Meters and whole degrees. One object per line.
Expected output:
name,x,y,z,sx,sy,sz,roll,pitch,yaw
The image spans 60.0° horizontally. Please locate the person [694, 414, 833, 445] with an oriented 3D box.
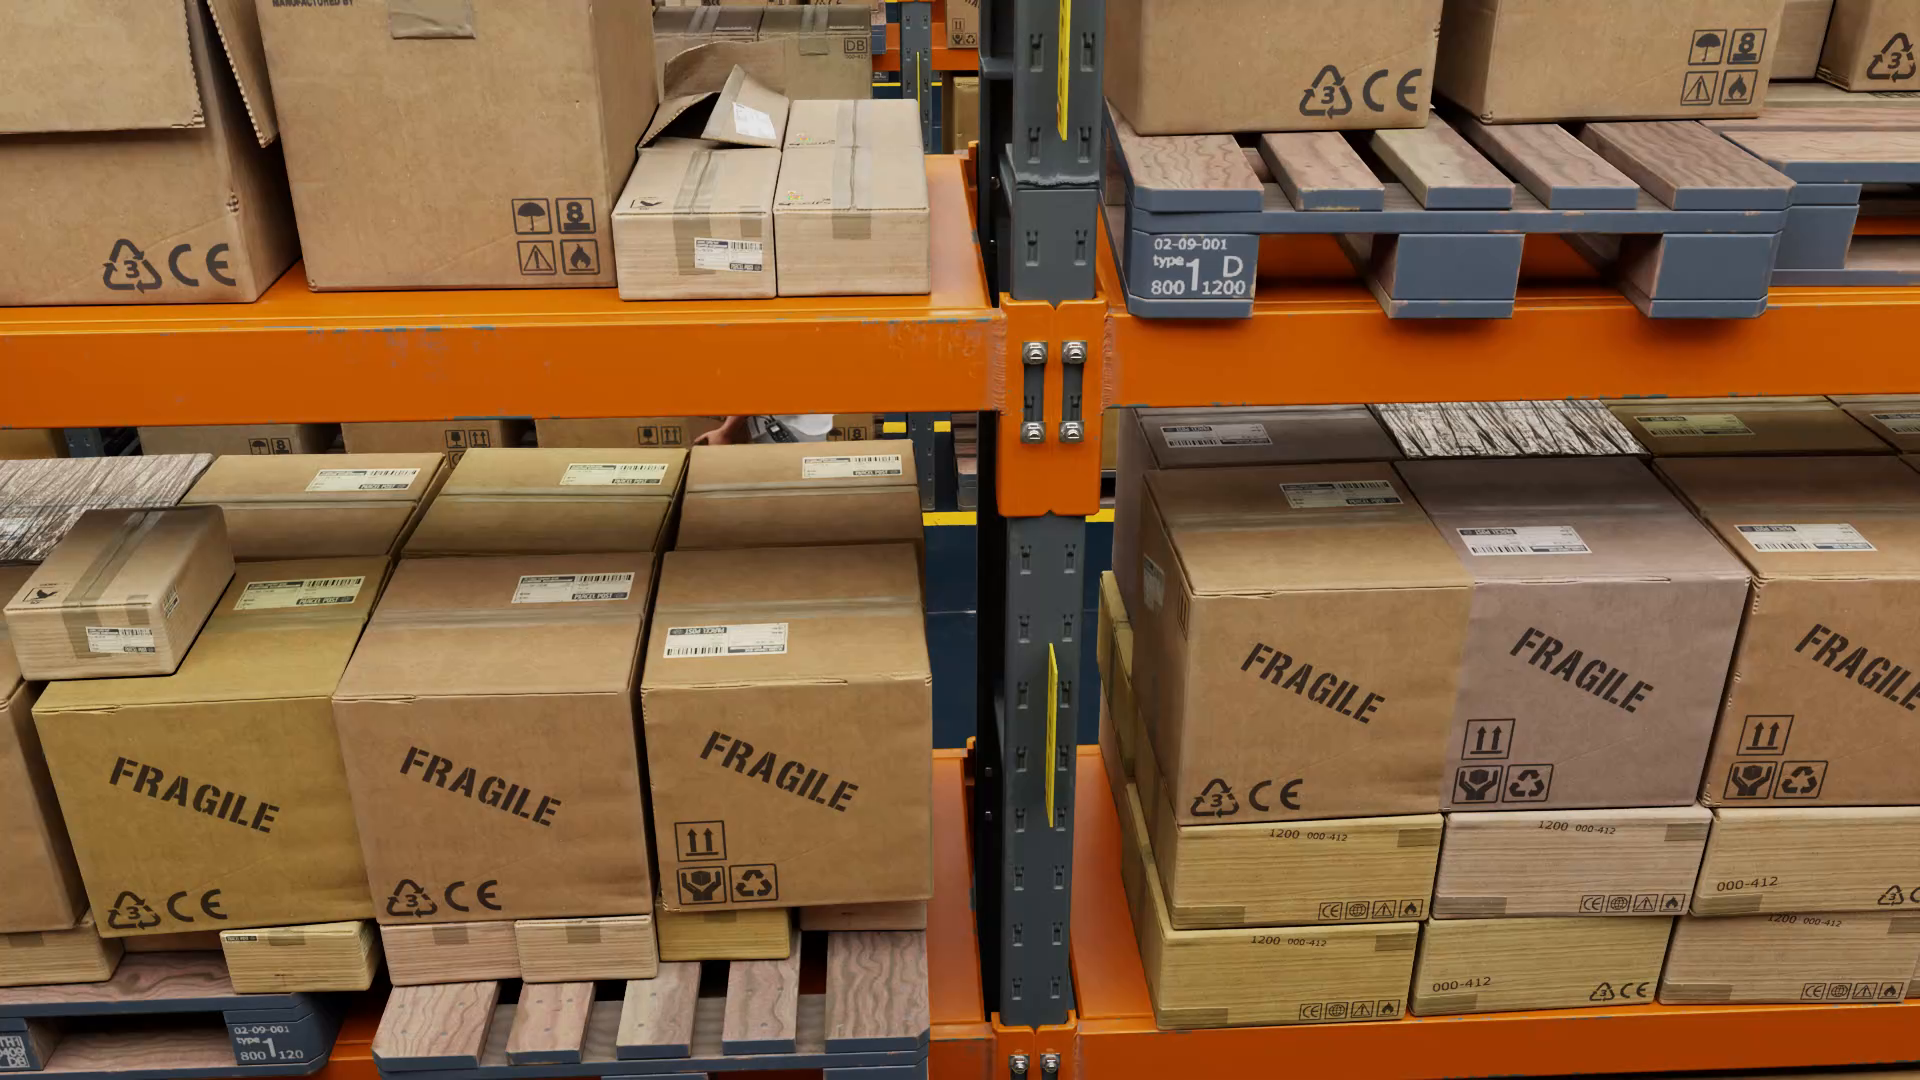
person,-0.821,-0.463,6.996,0.574,1.770,0.490,-2,27,-3
